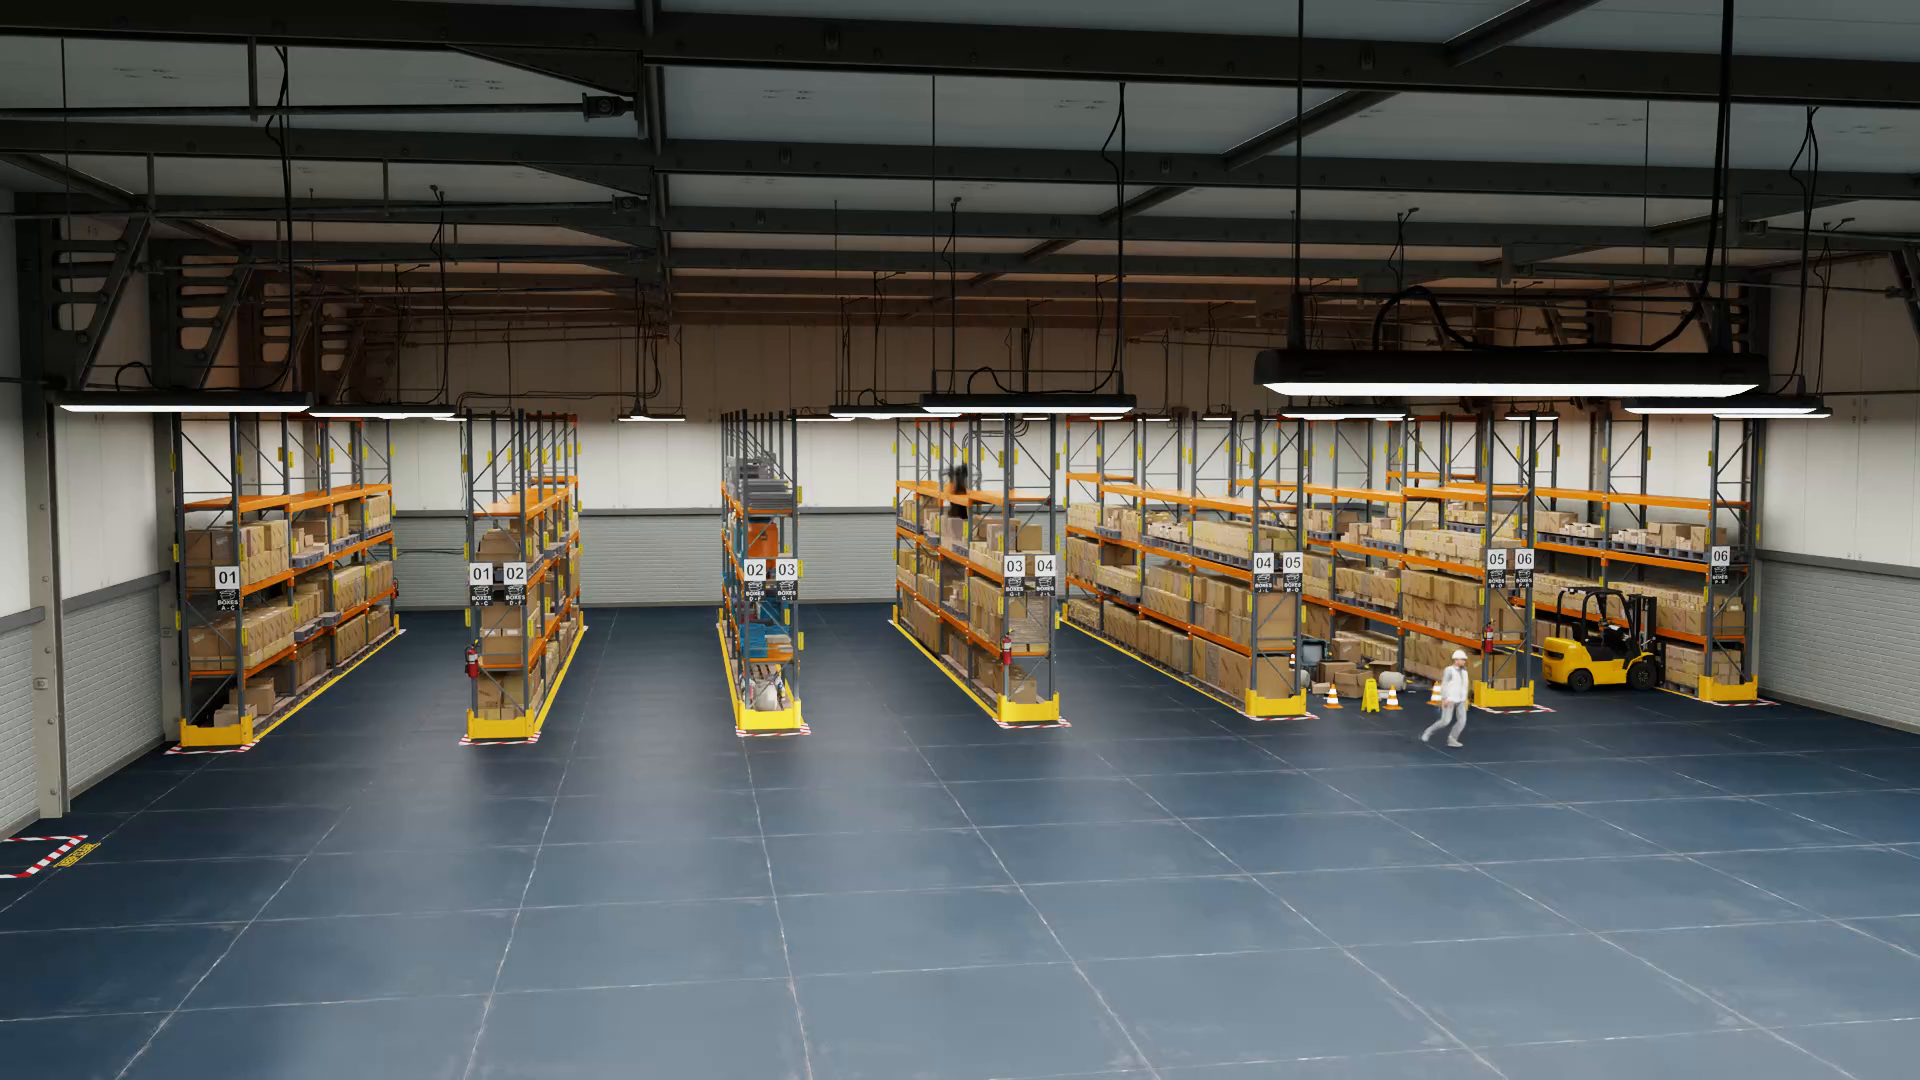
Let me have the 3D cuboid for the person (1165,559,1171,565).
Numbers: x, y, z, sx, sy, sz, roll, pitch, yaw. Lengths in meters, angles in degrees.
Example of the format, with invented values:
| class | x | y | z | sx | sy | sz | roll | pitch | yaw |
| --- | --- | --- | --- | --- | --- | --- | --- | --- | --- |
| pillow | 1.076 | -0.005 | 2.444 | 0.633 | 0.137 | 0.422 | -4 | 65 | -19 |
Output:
| class | x | y | z | sx | sy | sz | roll | pitch | yaw |
| --- | --- | --- | --- | --- | --- | --- | --- | --- | --- |
| person | 6.455 | 1.410 | 51.299 | 0.673 | 1.470 | 0.538 | -1 | 4 | -19 |

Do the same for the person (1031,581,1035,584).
| class | x | y | z | sx | sy | sz | roll | pitch | yaw |
| --- | --- | --- | --- | --- | --- | --- | --- | --- | --- |
| person | 2.067 | 1.542 | 48.331 | 0.594 | 1.704 | 0.683 | 0 | 4 | 5 |

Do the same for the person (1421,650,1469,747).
| class | x | y | z | sx | sy | sz | roll | pitch | yaw |
| --- | --- | --- | --- | --- | --- | --- | --- | --- | --- |
| person | 8.637 | 2.806 | 29.475 | 0.807 | 1.707 | 0.583 | -2 | 4 | -25 |
